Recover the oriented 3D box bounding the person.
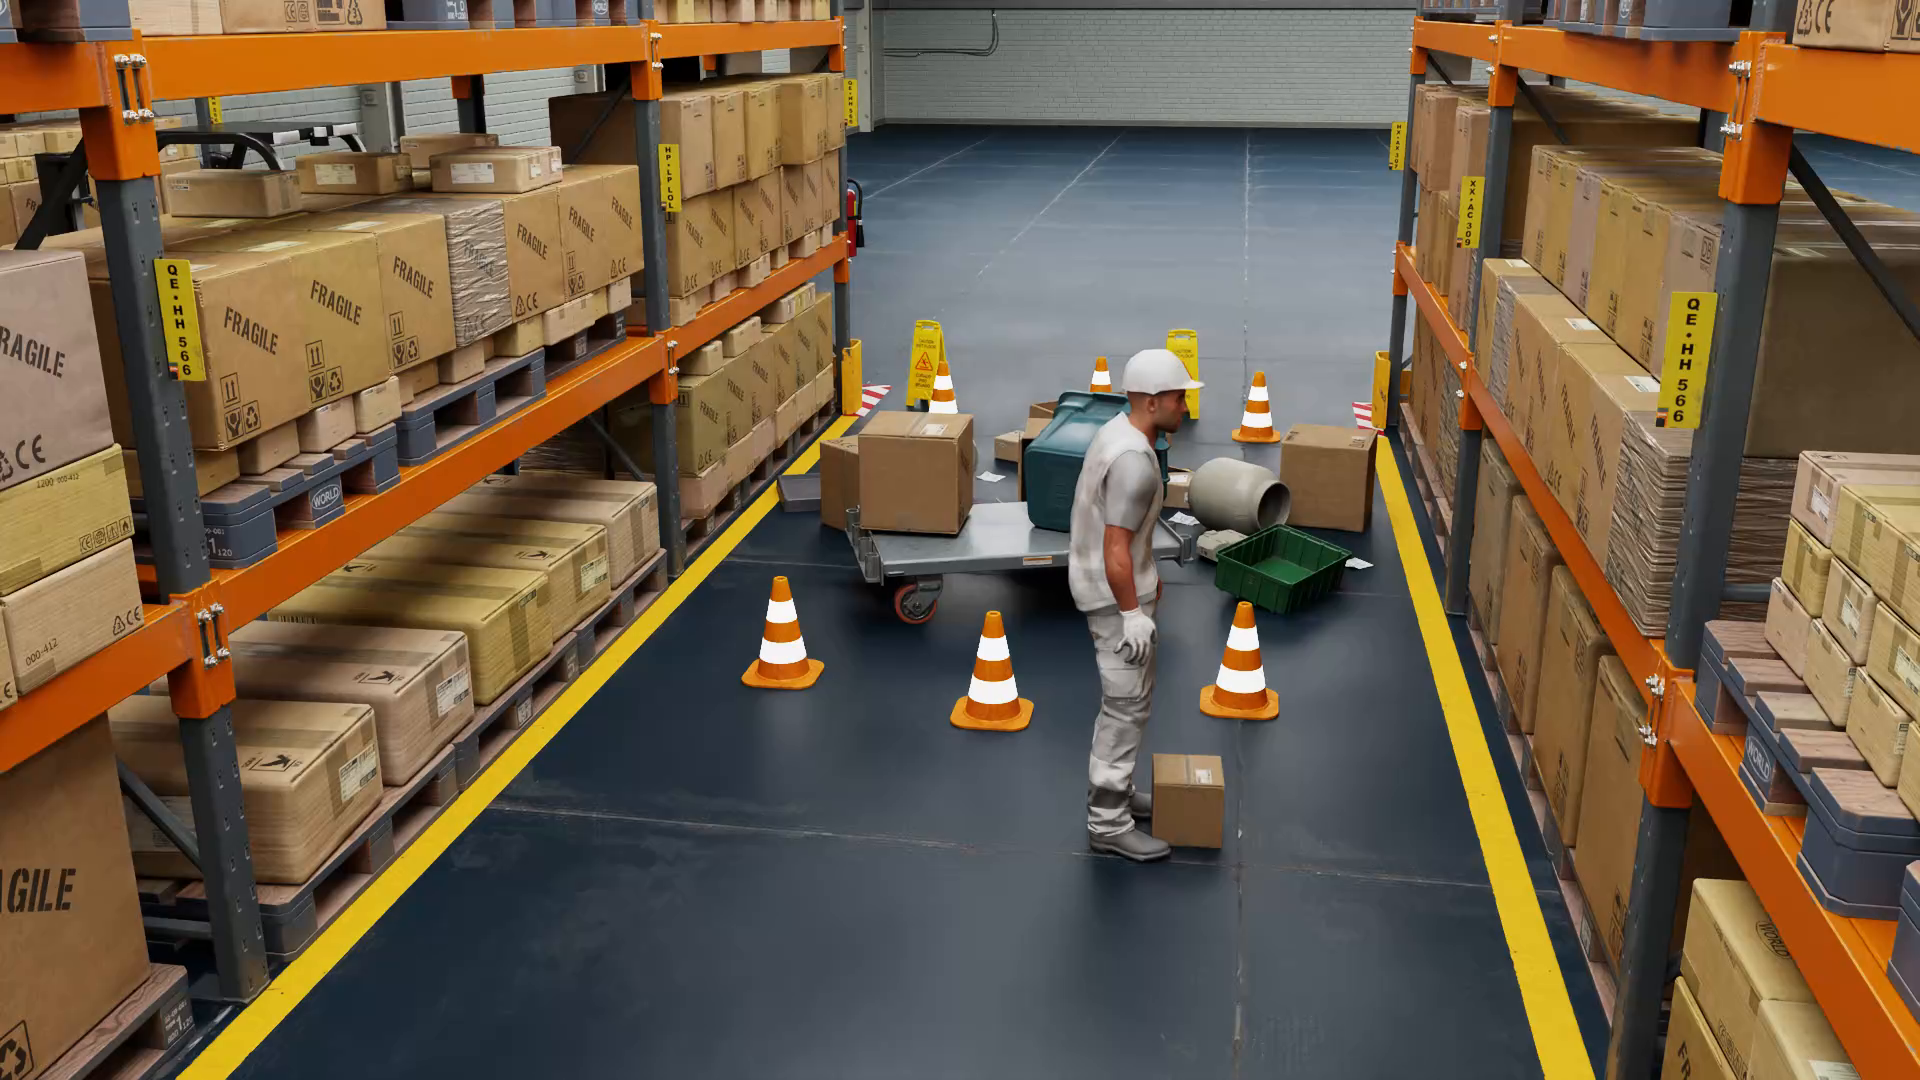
[{"bbox_3d":[0.604,0.209,5.876,0.452,1.778,0.613,2,18,5],"label":"person"}]
